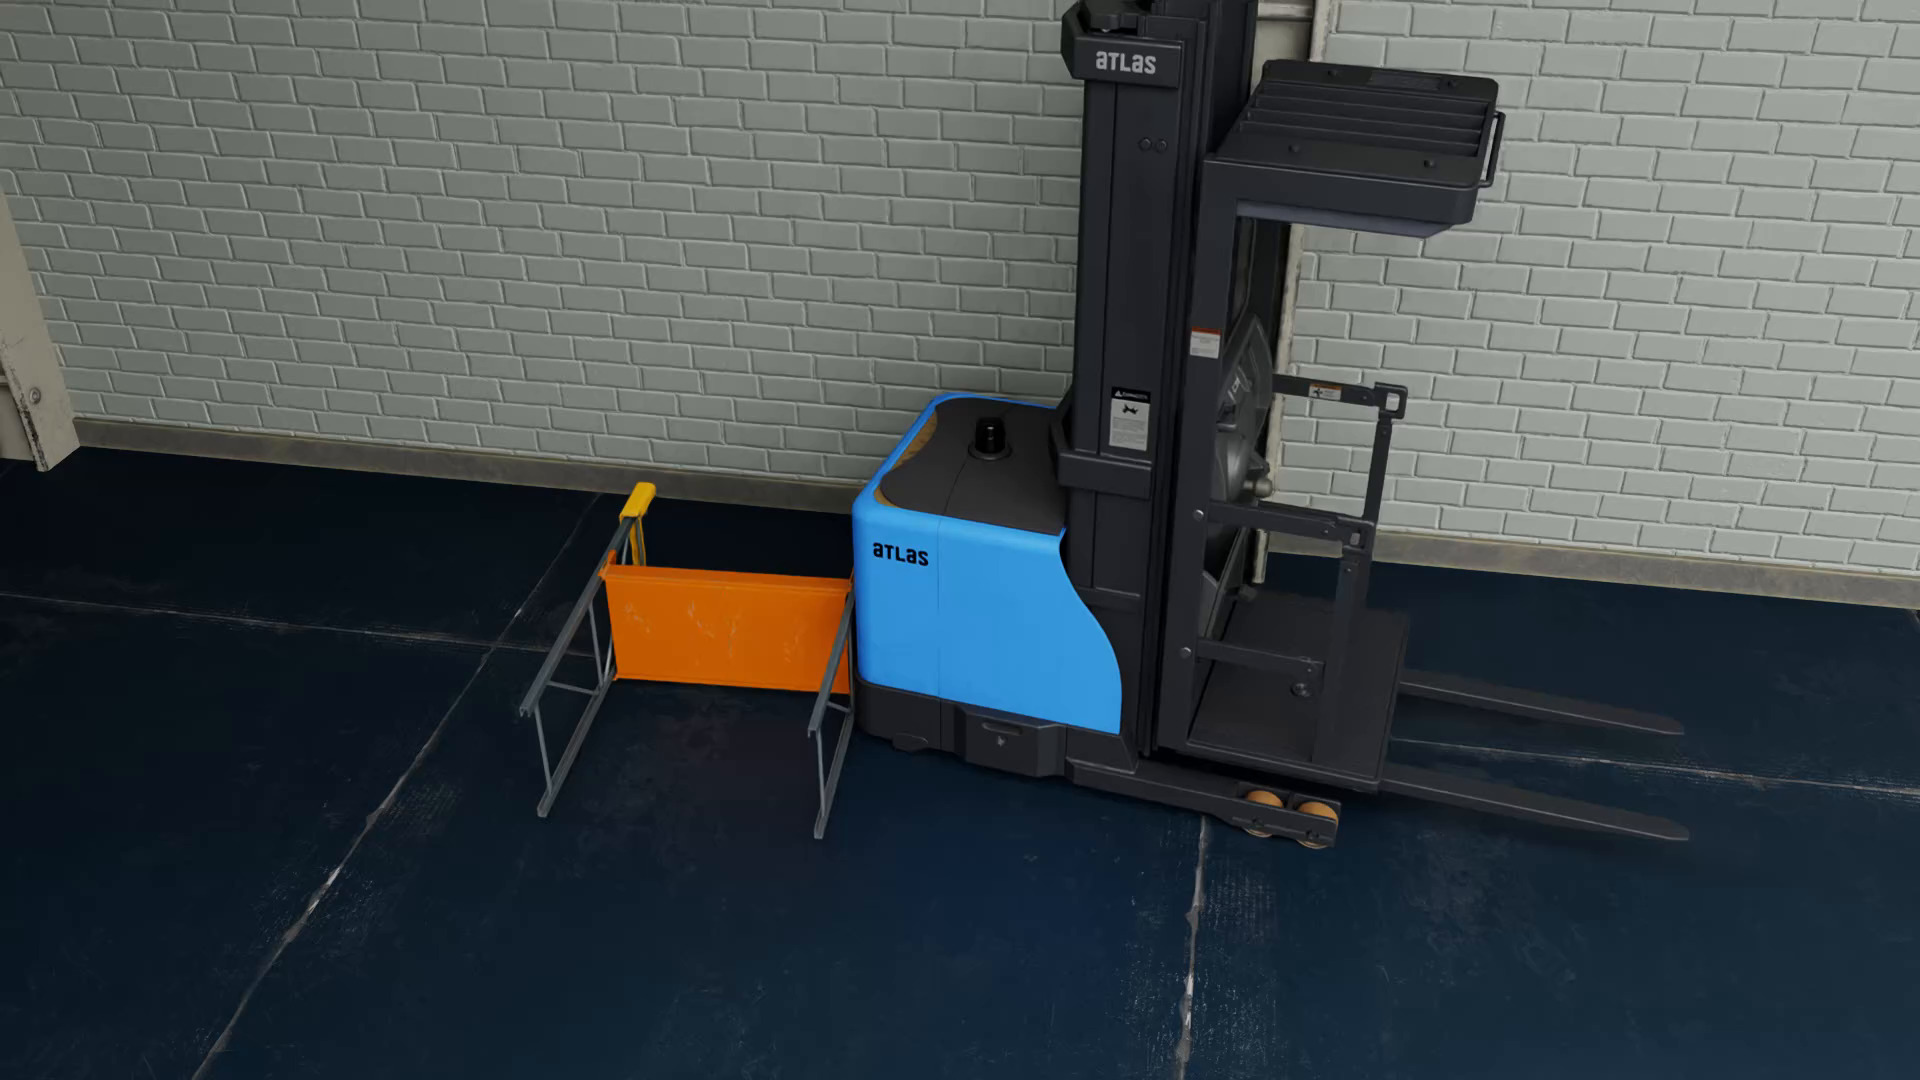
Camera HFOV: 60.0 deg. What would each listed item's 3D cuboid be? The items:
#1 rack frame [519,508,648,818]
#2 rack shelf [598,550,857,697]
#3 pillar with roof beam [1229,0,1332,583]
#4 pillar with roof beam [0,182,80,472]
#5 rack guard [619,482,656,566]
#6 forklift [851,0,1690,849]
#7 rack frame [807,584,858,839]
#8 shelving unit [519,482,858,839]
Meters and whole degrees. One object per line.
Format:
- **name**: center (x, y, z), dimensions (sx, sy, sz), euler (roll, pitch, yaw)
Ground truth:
- **rack frame**: center (-1.431, 0.399, 6.535), dimensions (0.032, 0.500, 1.500), euler (3, 32, 5)
- **rack shelf**: center (-0.905, 0.335, 6.637), dimensions (1.000, 0.538, 0.185), euler (3, 32, 5)
- **pillar with roof beam**: center (0.466, -1.466, 1.611), dimensions (0.400, 9.000, 9.100), euler (5, 32, 8)
- **pillar with roof beam**: center (-5.449, -2.002, 2.467), dimensions (0.400, 9.000, 9.100), euler (5, 32, 8)
- **rack guard**: center (-1.341, 0.071, 7.059), dimensions (0.087, 0.587, 0.250), euler (3, 32, 5)
- **forklift**: center (1.169, -0.451, 5.709), dimensions (3.031, 2.935, 1.130), euler (10, 33, 16)
- **rack frame**: center (-0.420, 0.460, 6.437), dimensions (0.032, 0.500, 1.500), euler (3, 32, 5)
- **shelving unit**: center (-0.916, 0.430, 6.485), dimensions (1.083, 0.587, 1.500), euler (3, 32, 5)
